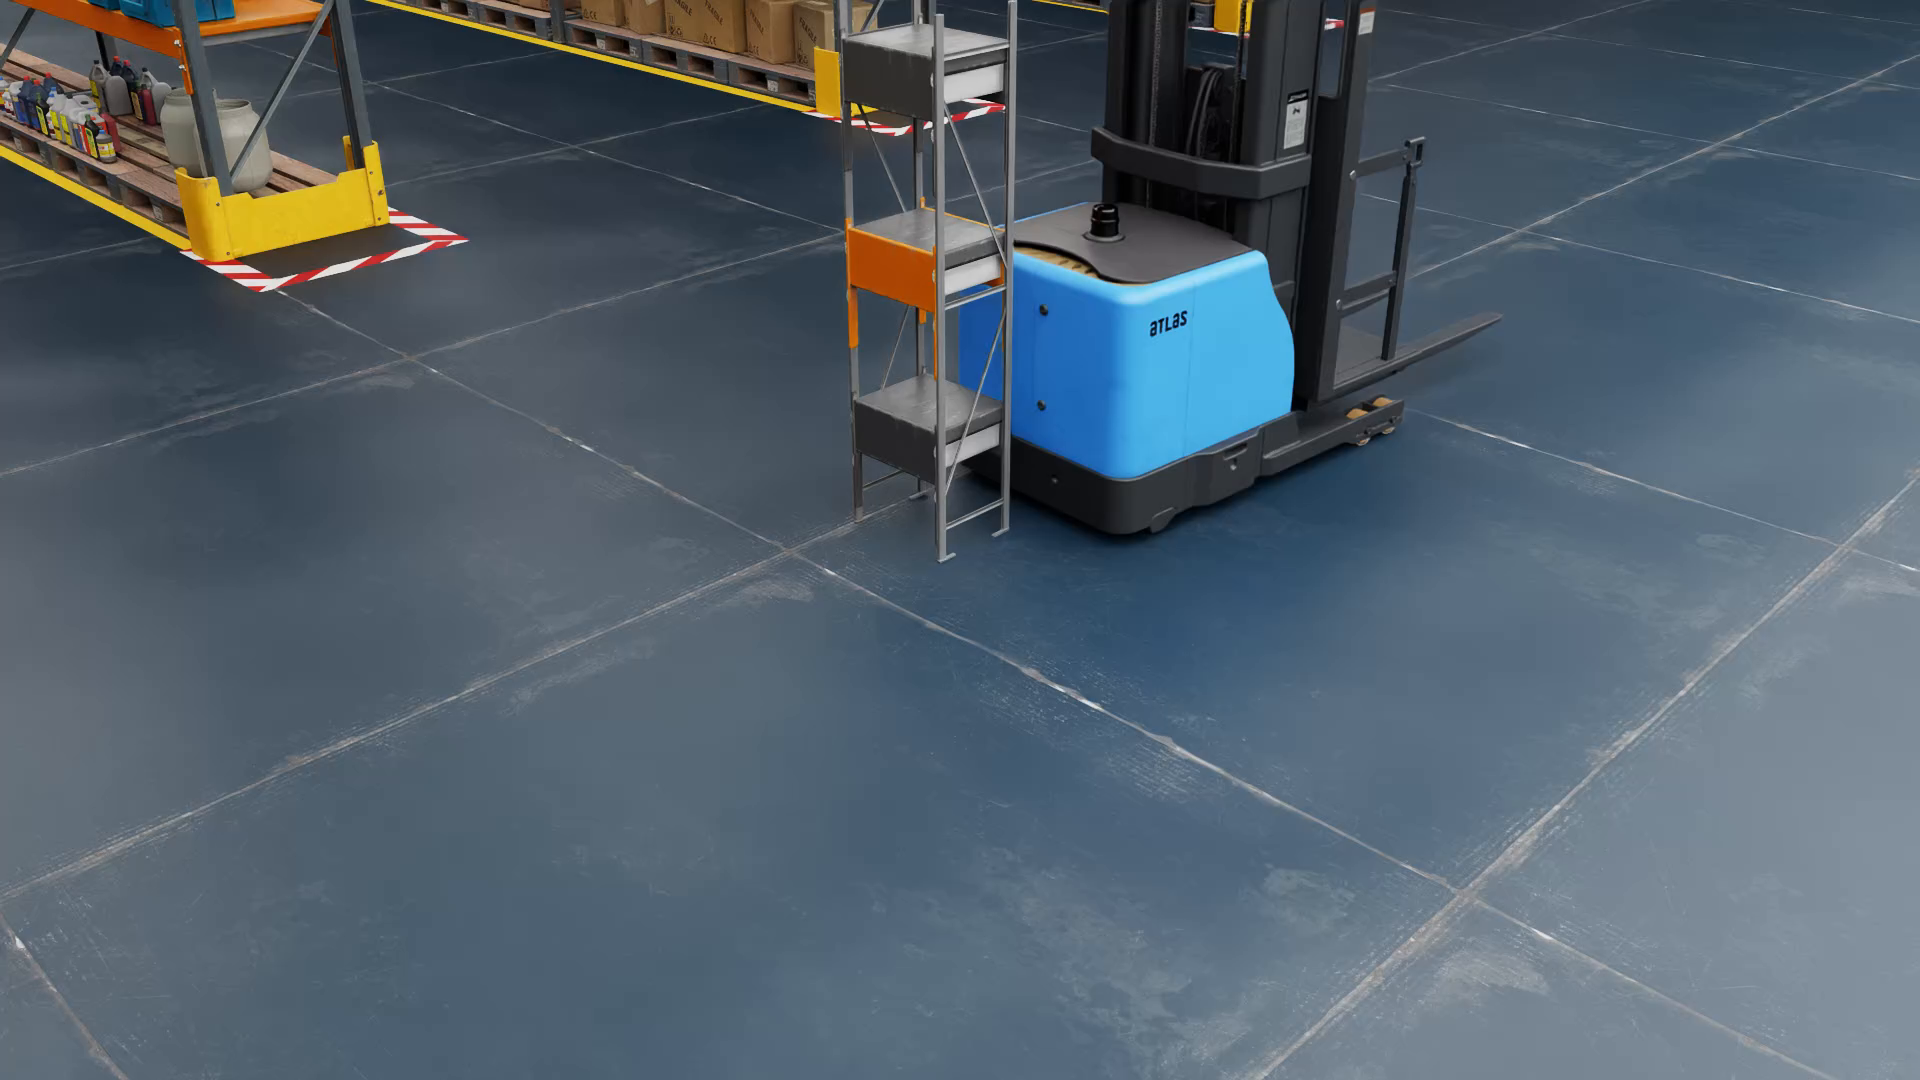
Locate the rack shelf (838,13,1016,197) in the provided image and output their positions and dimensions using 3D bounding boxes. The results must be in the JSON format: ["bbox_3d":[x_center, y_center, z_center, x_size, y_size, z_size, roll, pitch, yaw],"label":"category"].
[{"bbox_3d":[-0.118,-1.591,6.045,0.480,0.518,0.431,25,36,38],"label":"rack shelf"}]

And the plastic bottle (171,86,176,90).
[{"bbox_3d":[-5.591,-3.101,11.883,0.097,0.271,0.097,0,28,0],"label":"plastic bottle"}]

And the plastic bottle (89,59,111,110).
[{"bbox_3d":[-6.348,-3.373,12.316,0.185,0.351,0.144,25,36,38],"label":"plastic bottle"}]

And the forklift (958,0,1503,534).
[{"bbox_3d":[1.411,-1.887,7.190,3.031,2.935,1.130,-23,35,-36],"label":"forklift"}]

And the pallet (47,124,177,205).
[{"bbox_3d":[-5.584,-2.648,11.559,1.213,0.211,1.003,25,36,38],"label":"pallet"}]

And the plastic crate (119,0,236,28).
[{"bbox_3d":[-4.623,-3.206,9.785,0.616,0.251,0.499,25,36,38],"label":"plastic crate"}]

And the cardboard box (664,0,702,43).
[{"bbox_3d":[-2.267,-4.732,14.761,0.500,0.500,0.500,21,34,34],"label":"cardboard box"}]

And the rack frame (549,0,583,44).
[{"bbox_3d":[-3.436,-6.157,15.237,0.127,3.000,1.000,25,36,38],"label":"rack frame"}]

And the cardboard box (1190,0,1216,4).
[{"bbox_3d":[2.436,-5.910,16.598,0.875,0.875,0.875,25,37,39],"label":"cardboard box"}]

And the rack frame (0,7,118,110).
[{"bbox_3d":[-6.908,-4.513,12.111,0.127,3.000,1.000,25,36,38],"label":"rack frame"}]

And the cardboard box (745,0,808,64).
[{"bbox_3d":[-1.467,-4.324,13.986,0.500,0.500,0.500,-15,31,-27],"label":"cardboard box"}]

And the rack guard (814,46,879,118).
[{"bbox_3d":[-0.638,-3.770,13.383,0.348,0.500,1.175,25,36,38],"label":"rack guard"}]

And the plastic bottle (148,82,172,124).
[{"bbox_3d":[-5.767,-3.166,12.001,0.152,0.276,0.135,-25,36,-38],"label":"plastic bottle"}]

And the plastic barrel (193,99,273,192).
[{"bbox_3d":[-4.579,-2.482,10.470,0.421,0.512,0.421,0,28,0],"label":"plastic barrel"}]

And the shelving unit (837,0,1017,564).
[{"bbox_3d":[-0.118,-0.983,6.364,0.503,2.100,0.431,25,36,38],"label":"shelving unit"}]

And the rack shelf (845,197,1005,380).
[{"bbox_3d":[-0.118,-0.971,6.370,0.480,0.518,0.431,25,36,38],"label":"rack shelf"}]

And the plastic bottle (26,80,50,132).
[{"bbox_3d":[-6.489,-3.073,11.745,0.185,0.351,0.144,23,35,36],"label":"plastic bottle"}]

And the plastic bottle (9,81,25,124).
[{"bbox_3d":[-6.739,-3.157,11.984,0.152,0.276,0.135,-24,36,-37],"label":"plastic bottle"}]

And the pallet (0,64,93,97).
[{"bbox_3d":[-7.495,-3.523,13.222,1.213,0.211,1.003,25,36,38],"label":"pallet"}]

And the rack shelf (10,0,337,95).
[{"bbox_3d":[-5.482,-3.542,11.037,4.000,0.370,1.077,25,36,38],"label":"rack shelf"}]

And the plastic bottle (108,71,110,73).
[{"bbox_3d":[-6.431,-3.455,12.631,0.097,0.201,0.097,0,28,0],"label":"plastic bottle"}]

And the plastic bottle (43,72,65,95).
[{"bbox_3d":[-6.523,-3.182,11.953,0.185,0.351,0.144,25,36,38],"label":"plastic bottle"}]

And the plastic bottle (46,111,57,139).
[{"bbox_3d":[-6.304,-2.907,11.589,0.097,0.201,0.097,0,28,0],"label":"plastic bottle"}]

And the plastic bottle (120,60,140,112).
[{"bbox_3d":[-6.110,-3.359,12.288,0.185,0.351,0.144,22,35,36],"label":"plastic bottle"}]

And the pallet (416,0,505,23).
[{"bbox_3d":[-4.866,-5.575,17.125,1.213,0.211,1.003,25,36,38],"label":"pallet"}]

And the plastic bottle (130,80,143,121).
[{"bbox_3d":[-5.933,-3.181,12.022,0.133,0.283,0.061,25,36,38],"label":"plastic bottle"}]

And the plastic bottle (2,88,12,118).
[{"bbox_3d":[-6.916,-3.187,12.122,0.097,0.201,0.097,0,28,0],"label":"plastic bottle"}]

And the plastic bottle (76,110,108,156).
[{"bbox_3d":[-5.833,-2.743,11.197,0.135,0.276,0.152,25,37,39],"label":"plastic bottle"}]

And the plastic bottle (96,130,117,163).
[{"bbox_3d":[-5.673,-2.618,11.040,0.097,0.201,0.097,0,28,0],"label":"plastic bottle"}]

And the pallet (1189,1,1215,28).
[{"bbox_3d":[2.341,-5.466,16.918,1.213,0.211,1.003,25,36,38],"label":"pallet"}]

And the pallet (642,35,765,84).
[{"bbox_3d":[-2.058,-4.317,14.734,1.213,0.211,1.003,25,36,38],"label":"pallet"}]

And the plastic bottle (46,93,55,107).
[{"bbox_3d":[-6.358,-3.002,11.696,0.097,0.271,0.097,0,28,0],"label":"plastic bottle"}]

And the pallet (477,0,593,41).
[{"bbox_3d":[-3.992,-5.176,16.368,1.213,0.211,1.003,25,36,38],"label":"pallet"}]

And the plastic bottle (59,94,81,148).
[{"bbox_3d":[-6.053,-2.874,11.366,0.144,0.351,0.185,-24,36,-37],"label":"plastic bottle"}]

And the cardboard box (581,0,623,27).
[{"bbox_3d":[-3.179,-5.093,15.447,0.500,0.500,0.500,23,36,37],"label":"cardboard box"}]

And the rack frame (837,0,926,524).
[{"bbox_3d":[-0.292,-1.063,6.515,0.015,2.100,0.400,25,36,38],"label":"rack frame"}]

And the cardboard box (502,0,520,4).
[{"bbox_3d":[-4.185,-5.615,16.418,0.500,0.500,0.700,24,36,38],"label":"cardboard box"}]
